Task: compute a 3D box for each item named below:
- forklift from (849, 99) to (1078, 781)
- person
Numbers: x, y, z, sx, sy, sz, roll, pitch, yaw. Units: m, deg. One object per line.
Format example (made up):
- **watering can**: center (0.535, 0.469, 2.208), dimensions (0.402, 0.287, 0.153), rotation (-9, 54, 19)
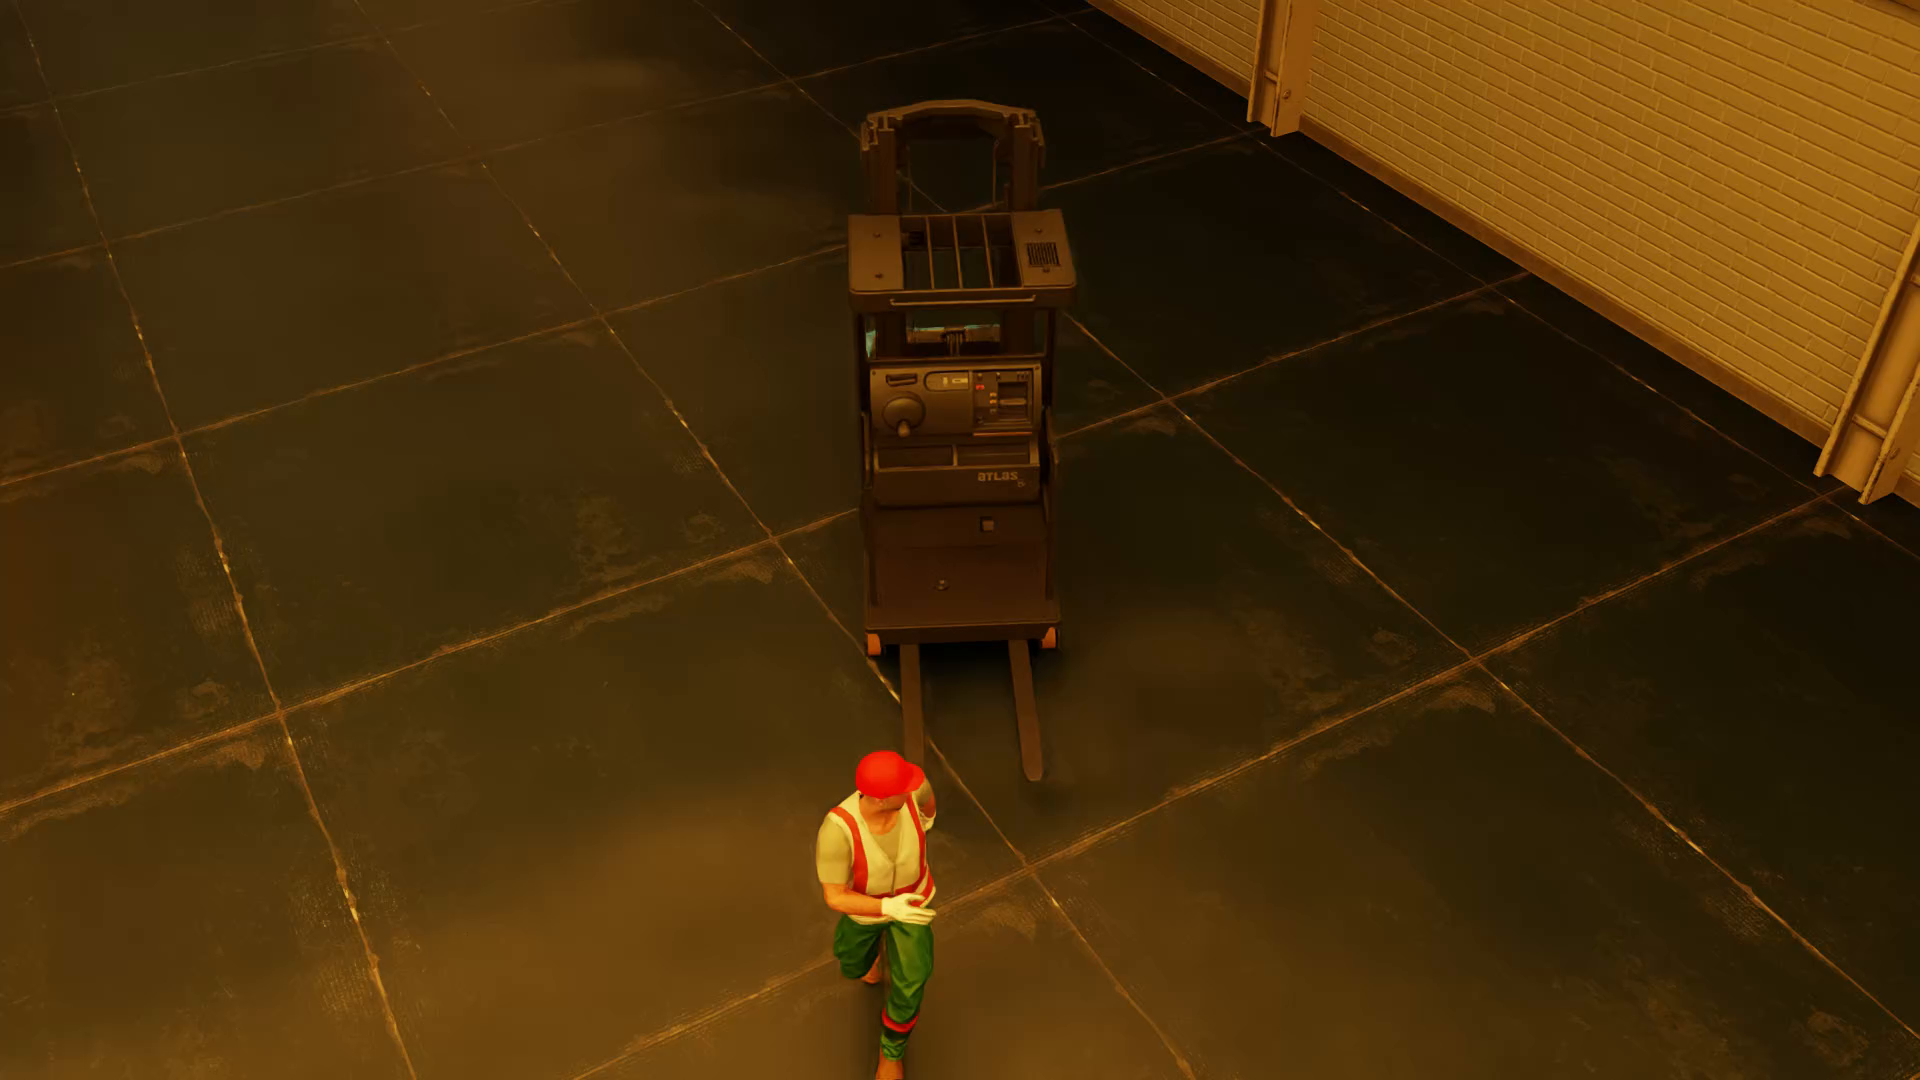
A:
- **forklift**: center (-0.006, -0.683, 8.859), dimensions (1.130, 2.935, 3.031), rotation (-2, 40, -3)
- **person**: center (-0.327, 1.534, 7.180), dimensions (0.568, 1.698, 0.932), rotation (-6, 40, -8)
